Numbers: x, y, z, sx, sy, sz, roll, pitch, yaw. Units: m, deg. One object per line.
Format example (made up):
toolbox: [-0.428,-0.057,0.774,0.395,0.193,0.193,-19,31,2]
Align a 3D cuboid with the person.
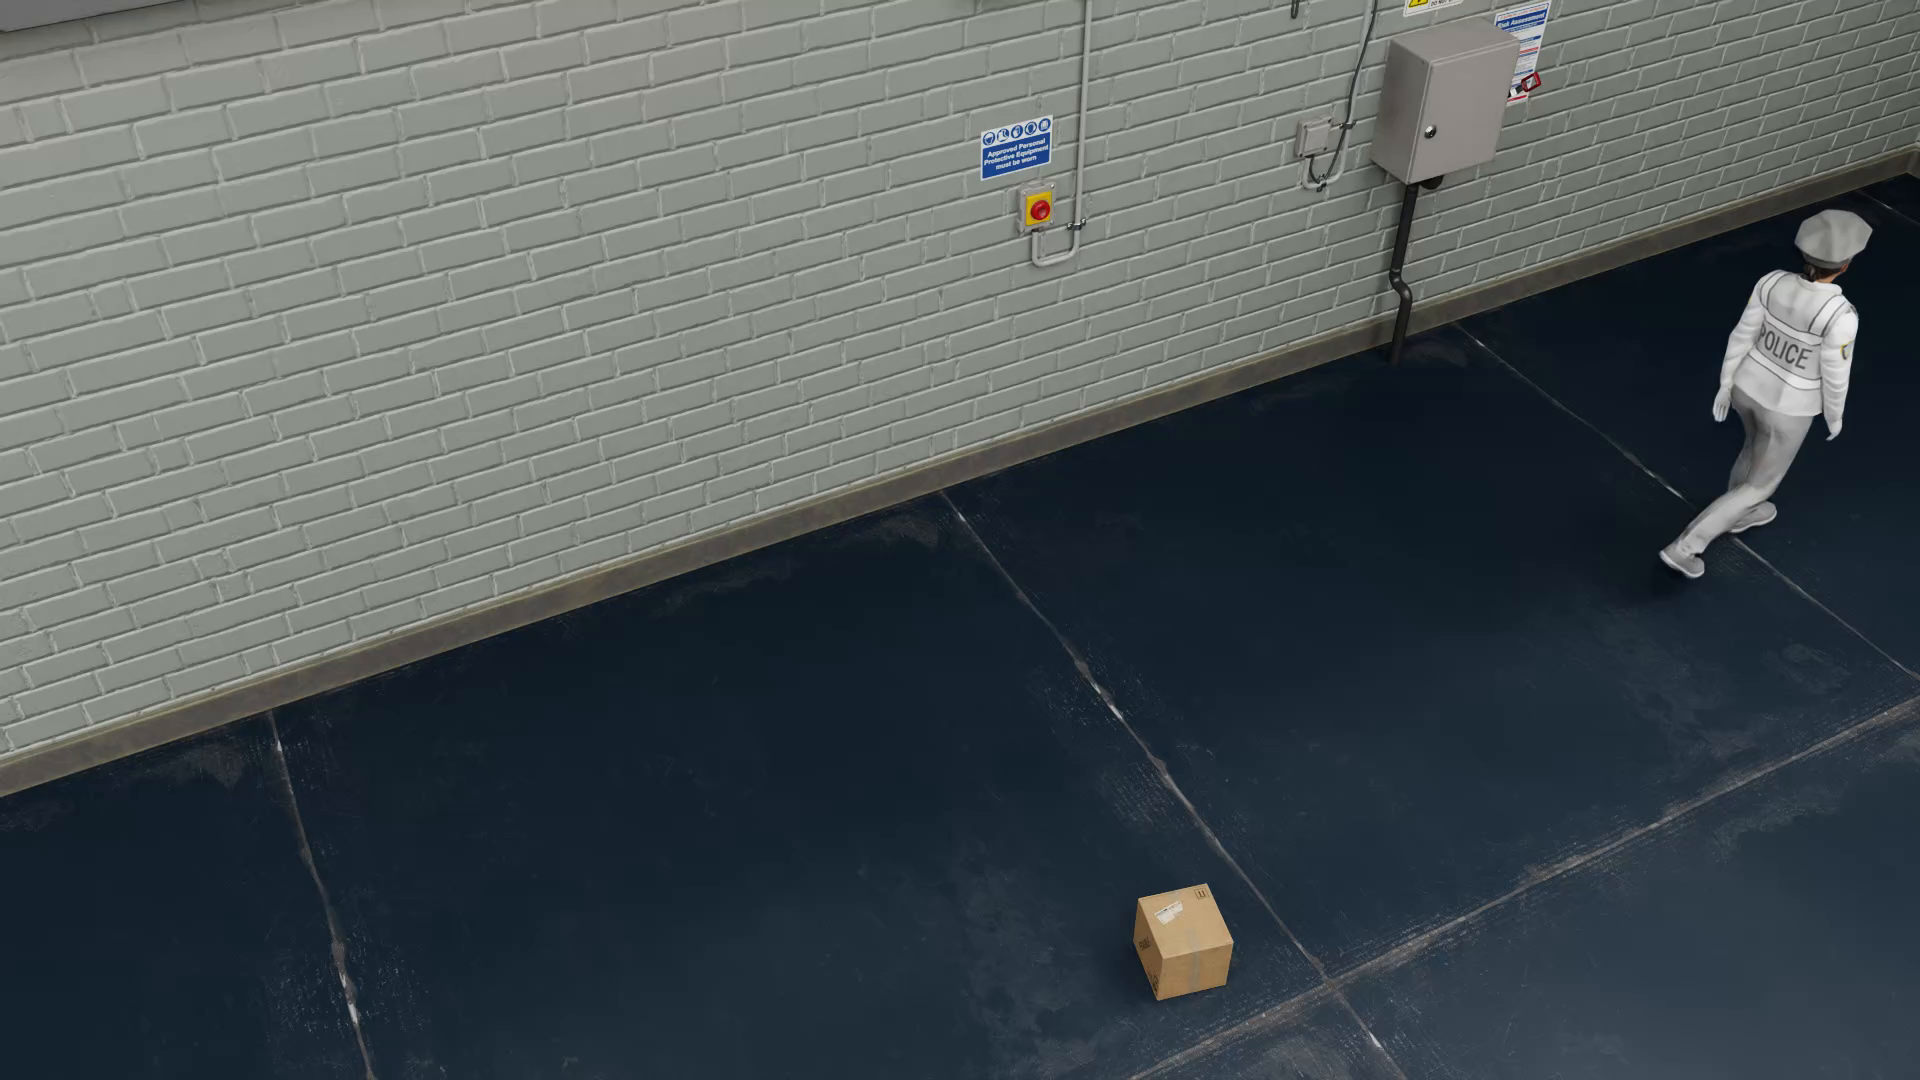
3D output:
person: [3.302,-0.574,6.773,0.879,1.653,0.478,-18,45,-19]
